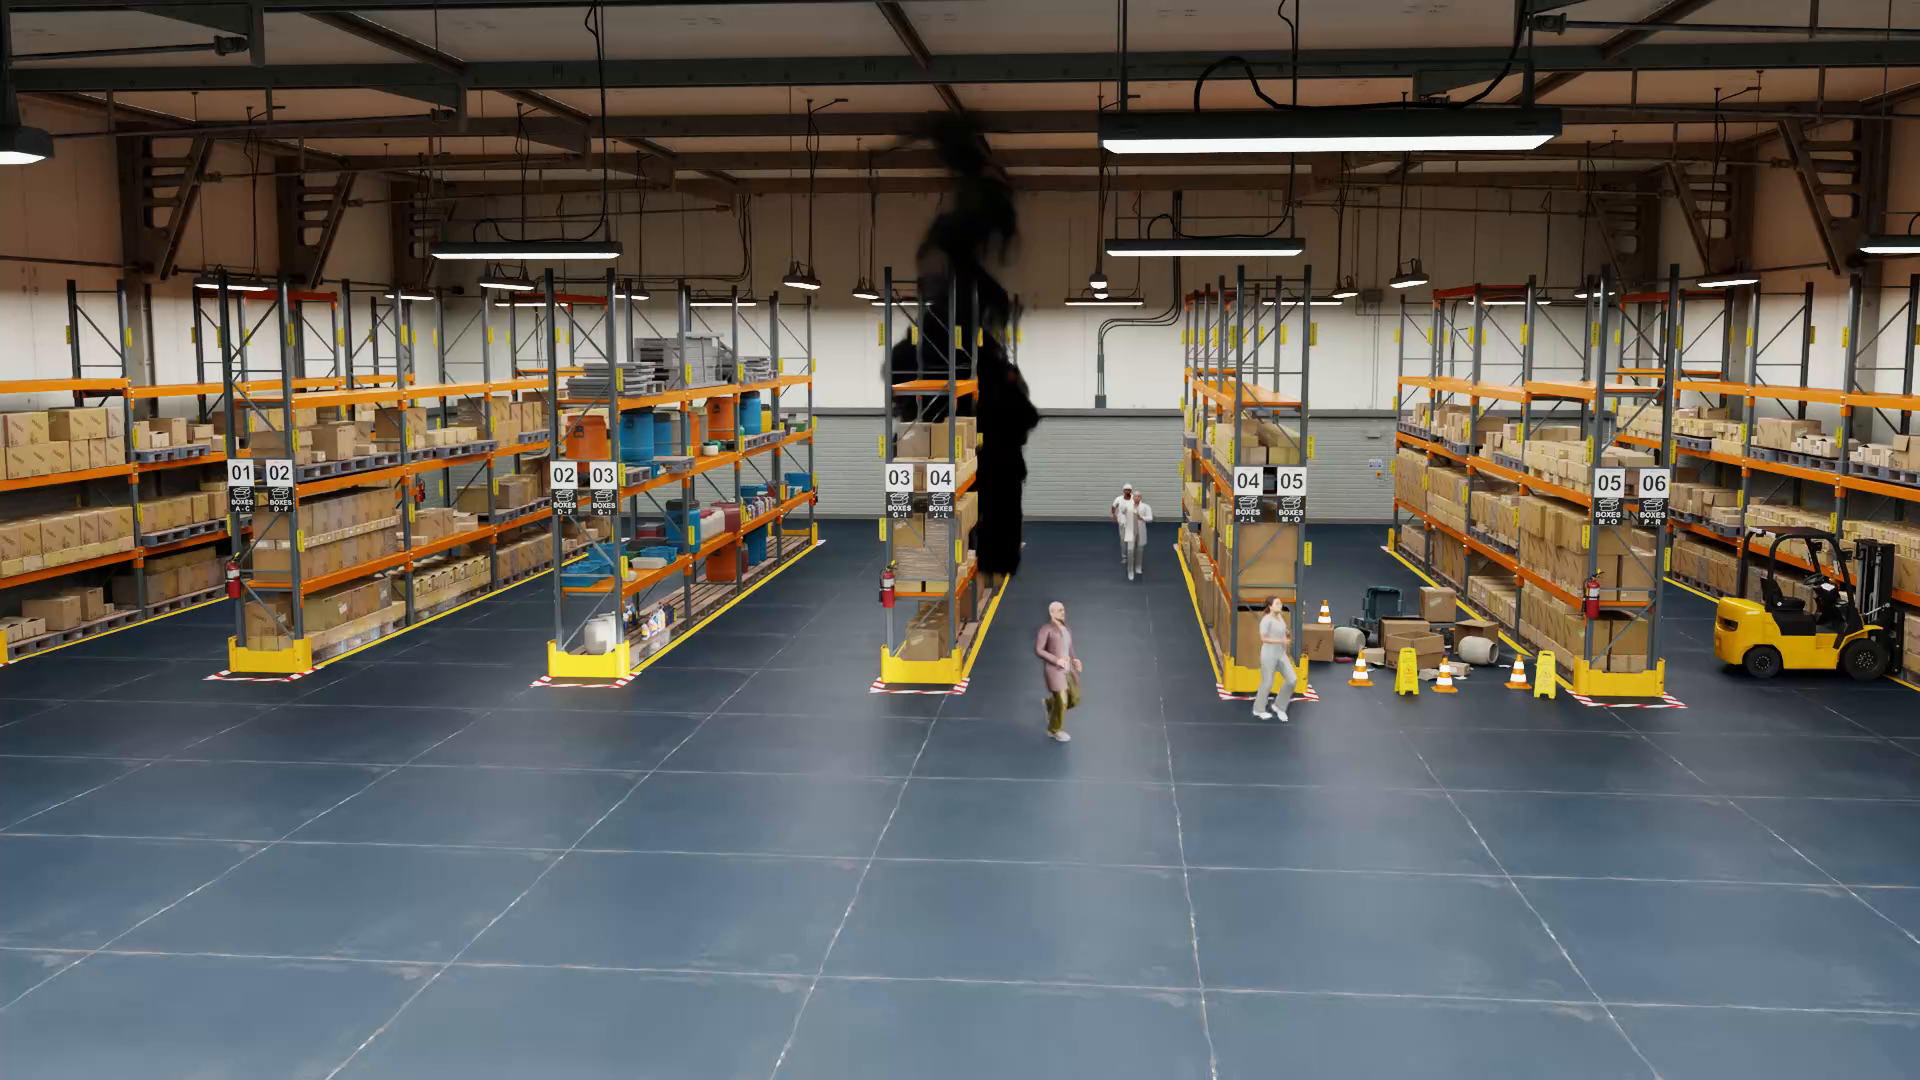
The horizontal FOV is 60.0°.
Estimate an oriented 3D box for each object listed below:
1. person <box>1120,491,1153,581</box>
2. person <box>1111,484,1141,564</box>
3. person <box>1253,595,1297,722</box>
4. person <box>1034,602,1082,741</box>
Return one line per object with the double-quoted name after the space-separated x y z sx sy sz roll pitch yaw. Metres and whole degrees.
3.684 -0.110 34.795 0.679 1.839 0.894 1 7 5 "person"
3.733 -0.383 37.182 0.722 1.760 0.808 1 7 10 "person"
4.130 1.556 21.727 0.586 1.696 0.663 -5 9 -37 "person"
1.217 1.634 20.789 0.637 1.735 0.711 7 10 44 "person"
